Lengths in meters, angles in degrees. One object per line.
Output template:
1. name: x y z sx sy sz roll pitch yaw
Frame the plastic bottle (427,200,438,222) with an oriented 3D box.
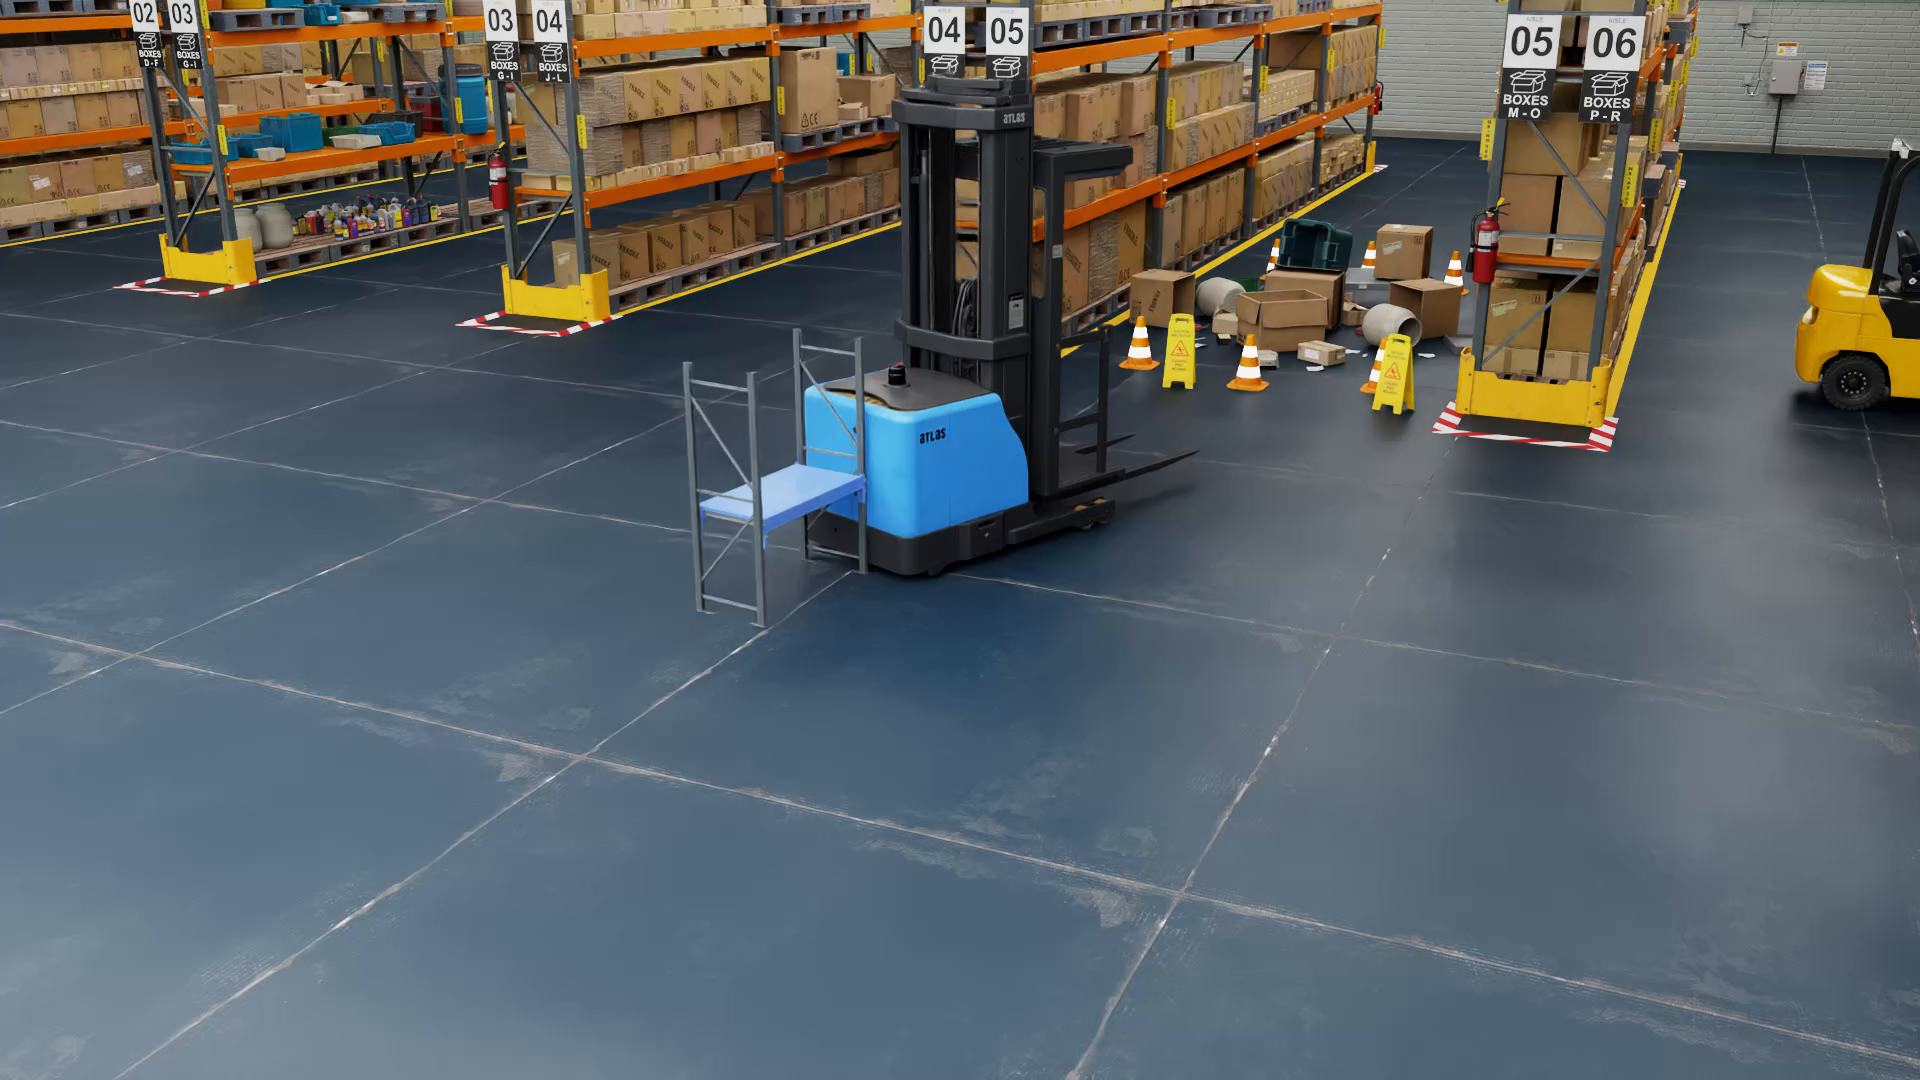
1. plastic bottle: -7.095 -4.428 22.342 0.061 0.283 0.133 10 22 25

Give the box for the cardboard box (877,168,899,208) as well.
1. cardboard box: -1.298 -5.058 23.790 0.700 0.500 0.500 7 21 20

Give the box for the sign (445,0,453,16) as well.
1. sign: -6.701 -7.032 21.775 0.100 0.325 0.005 9 21 23

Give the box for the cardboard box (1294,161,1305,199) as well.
1. cardboard box: 4.796 -5.350 24.640 0.500 0.500 0.500 8 21 21

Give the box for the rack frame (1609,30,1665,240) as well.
1. rack frame: 6.361 -3.654 16.766 1.000 3.000 0.127 9 21 23

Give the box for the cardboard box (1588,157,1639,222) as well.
1. cardboard box: 5.587 -3.040 14.447 0.500 0.500 0.500 8 21 22

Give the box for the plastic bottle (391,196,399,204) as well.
1. plastic bottle: -7.729 -4.578 22.780 0.097 0.271 0.097 0 20 0

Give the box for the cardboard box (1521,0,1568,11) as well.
1. cardboard box: 4.592 -4.246 13.139 0.380 0.149 0.250 9 21 23

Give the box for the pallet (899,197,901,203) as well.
1. pallet: -0.650 -5.153 25.144 1.003 0.211 1.213 9 21 23

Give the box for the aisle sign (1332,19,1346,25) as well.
1. aisle sign: 6.474 -9.259 28.647 0.394 0.787 0.004 9 21 23

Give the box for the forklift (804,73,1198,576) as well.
1. forklift: 0.417 -1.560 10.981 3.031 2.935 1.130 -18 26 -40

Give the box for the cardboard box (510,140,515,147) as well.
1. cardboard box: -8.591 -7.509 30.680 0.500 0.500 0.500 9 21 23

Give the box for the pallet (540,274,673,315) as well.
1. pallet: -3.922 -2.744 18.369 1.003 0.211 1.213 9 21 23

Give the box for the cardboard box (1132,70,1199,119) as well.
1. cardboard box: 2.418 -5.285 19.711 0.700 0.500 0.500 9 21 23

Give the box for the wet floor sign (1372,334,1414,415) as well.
1. wet floor sign: 3.669 -1.411 13.972 0.267 0.644 0.232 18 26 41

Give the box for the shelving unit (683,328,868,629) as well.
1. shelving unit: -1.061 -0.389 9.825 0.538 1.500 1.048 12 23 30

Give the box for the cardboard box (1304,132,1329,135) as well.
1. cardboard box: 6.193 -6.992 28.893 0.380 0.149 0.250 8 21 20

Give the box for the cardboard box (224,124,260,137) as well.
1. cardboard box: -13.813 -7.934 31.383 0.750 0.750 0.750 8 21 22

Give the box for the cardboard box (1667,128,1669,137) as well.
1. cardboard box: 9.042 -5.391 21.876 0.500 0.250 0.500 9 21 23

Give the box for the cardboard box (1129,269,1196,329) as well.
1. cardboard box: 2.104 -2.510 17.278 0.500 0.500 0.500 13 23 32

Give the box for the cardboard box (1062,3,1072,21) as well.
1. cardboard box: 0.805 -4.835 15.209 0.380 0.149 0.250 9 21 23

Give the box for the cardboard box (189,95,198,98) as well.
1. cardboard box: -11.524 -6.605 25.264 0.396 0.266 0.258 8 21 21

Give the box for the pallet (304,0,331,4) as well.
1. pallet: -10.274 -8.701 26.765 1.213 0.211 1.003 10 22 25

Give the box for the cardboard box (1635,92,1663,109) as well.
1. cardboard box: 6.876 -4.440 16.789 0.380 0.149 0.250 8 21 22

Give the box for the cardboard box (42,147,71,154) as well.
1. cardboard box: -15.539 -6.625 28.194 0.700 0.500 0.500 9 21 23

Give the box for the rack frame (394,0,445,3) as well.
1. rack frame: -7.199 -8.520 21.496 1.000 3.000 0.127 9 21 23

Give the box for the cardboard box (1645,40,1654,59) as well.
1. cardboard box: 5.681 -4.178 14.140 0.380 0.149 0.250 9 21 23

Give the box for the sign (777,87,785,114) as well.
1. sign: -2.182 -5.349 20.242 0.100 0.325 0.005 9 21 23

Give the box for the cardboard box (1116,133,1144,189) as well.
1. cardboard box: 1.459 -4.087 17.761 0.875 0.550 0.550 9 21 23

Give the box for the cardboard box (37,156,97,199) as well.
1. cardboard box: -12.315 -4.999 22.905 0.500 0.500 0.500 9 21 23

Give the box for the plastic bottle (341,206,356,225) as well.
1. plastic bottle: -8.014 -4.227 21.787 0.152 0.276 0.135 9 21 23

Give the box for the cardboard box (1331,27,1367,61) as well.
1. cardboard box: 6.345 -8.140 27.295 0.500 0.500 0.500 10 22 25

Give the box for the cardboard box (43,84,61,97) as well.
1. cardboard box: -12.367 -6.064 22.427 0.380 0.149 0.250 9 21 23

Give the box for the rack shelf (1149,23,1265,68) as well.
1. rack shelf: 2.623 -5.988 19.926 1.077 0.370 4.000 9 21 23

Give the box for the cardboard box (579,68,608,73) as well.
1. cardboard box: -4.119 -4.805 17.918 0.500 0.500 0.500 9 21 23

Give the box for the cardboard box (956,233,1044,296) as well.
1. cardboard box: 0.383 -2.493 16.045 0.875 0.875 0.875 9 21 23

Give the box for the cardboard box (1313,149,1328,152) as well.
1. cardboard box: 5.635 -6.120 26.440 0.380 0.149 0.250 8 21 22

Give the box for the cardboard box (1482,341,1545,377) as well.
1. cardboard box: 4.819 -1.625 14.538 0.500 0.250 0.500 8 21 22

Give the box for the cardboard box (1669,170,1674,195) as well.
1. cardboard box: 10.358 -5.541 25.270 0.875 0.438 0.875 8 21 21

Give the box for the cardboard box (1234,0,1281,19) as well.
1. cardboard box: 3.918 -7.123 21.897 0.500 0.500 0.500 9 21 23

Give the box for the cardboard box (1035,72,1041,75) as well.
1. cardboard box: 1.025 -7.993 27.629 0.500 0.500 0.500 9 21 23

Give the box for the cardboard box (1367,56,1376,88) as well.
1. cardboard box: 6.768 -7.985 28.352 0.500 0.500 0.500 9 21 24

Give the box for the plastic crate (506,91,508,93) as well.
1. plastic crate: -6.501 -6.494 24.658 0.402 0.464 0.583 9 21 23

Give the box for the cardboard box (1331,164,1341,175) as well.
1. cardboard box: 6.016 -6.072 27.193 0.380 0.149 0.250 8 21 21

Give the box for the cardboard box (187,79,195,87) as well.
1. cardboard box: -14.142 -8.311 30.207 0.380 0.149 0.250 9 21 23

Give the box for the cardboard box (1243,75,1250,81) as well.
1. cardboard box: 3.970 -6.655 24.065 0.380 0.149 0.250 9 22 25

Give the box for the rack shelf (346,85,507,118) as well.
1. rack shelf: -9.259 -7.869 29.693 1.077 0.370 4.000 9 21 23

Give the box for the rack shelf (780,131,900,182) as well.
1. rack shelf: -1.861 -5.286 22.430 1.077 0.370 4.000 9 21 23

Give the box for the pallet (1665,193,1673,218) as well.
1. pallet: 10.020 -5.007 24.734 1.003 0.211 1.213 9 21 23

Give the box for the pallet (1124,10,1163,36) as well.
1. pallet: 1.459 -5.425 17.402 1.003 0.211 1.213 9 21 23

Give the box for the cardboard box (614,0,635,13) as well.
1. cardboard box: -3.632 -5.607 17.412 0.380 0.149 0.250 9 22 25

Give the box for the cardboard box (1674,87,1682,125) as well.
1. cardboard box: 10.068 -6.254 23.929 0.500 0.500 0.500 9 22 24

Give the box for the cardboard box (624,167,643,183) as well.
1. cardboard box: -3.664 -3.954 17.986 0.380 0.149 0.250 9 21 23

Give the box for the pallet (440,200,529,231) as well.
1. pallet: -6.912 -4.625 23.658 1.003 0.211 1.213 9 21 23

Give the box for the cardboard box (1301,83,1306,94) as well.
1. cardboard box: 4.886 -6.663 24.531 0.380 0.149 0.250 10 22 25

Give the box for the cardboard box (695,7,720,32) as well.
1. cardboard box: -3.056 -5.866 18.735 0.500 0.250 0.500 8 21 22
